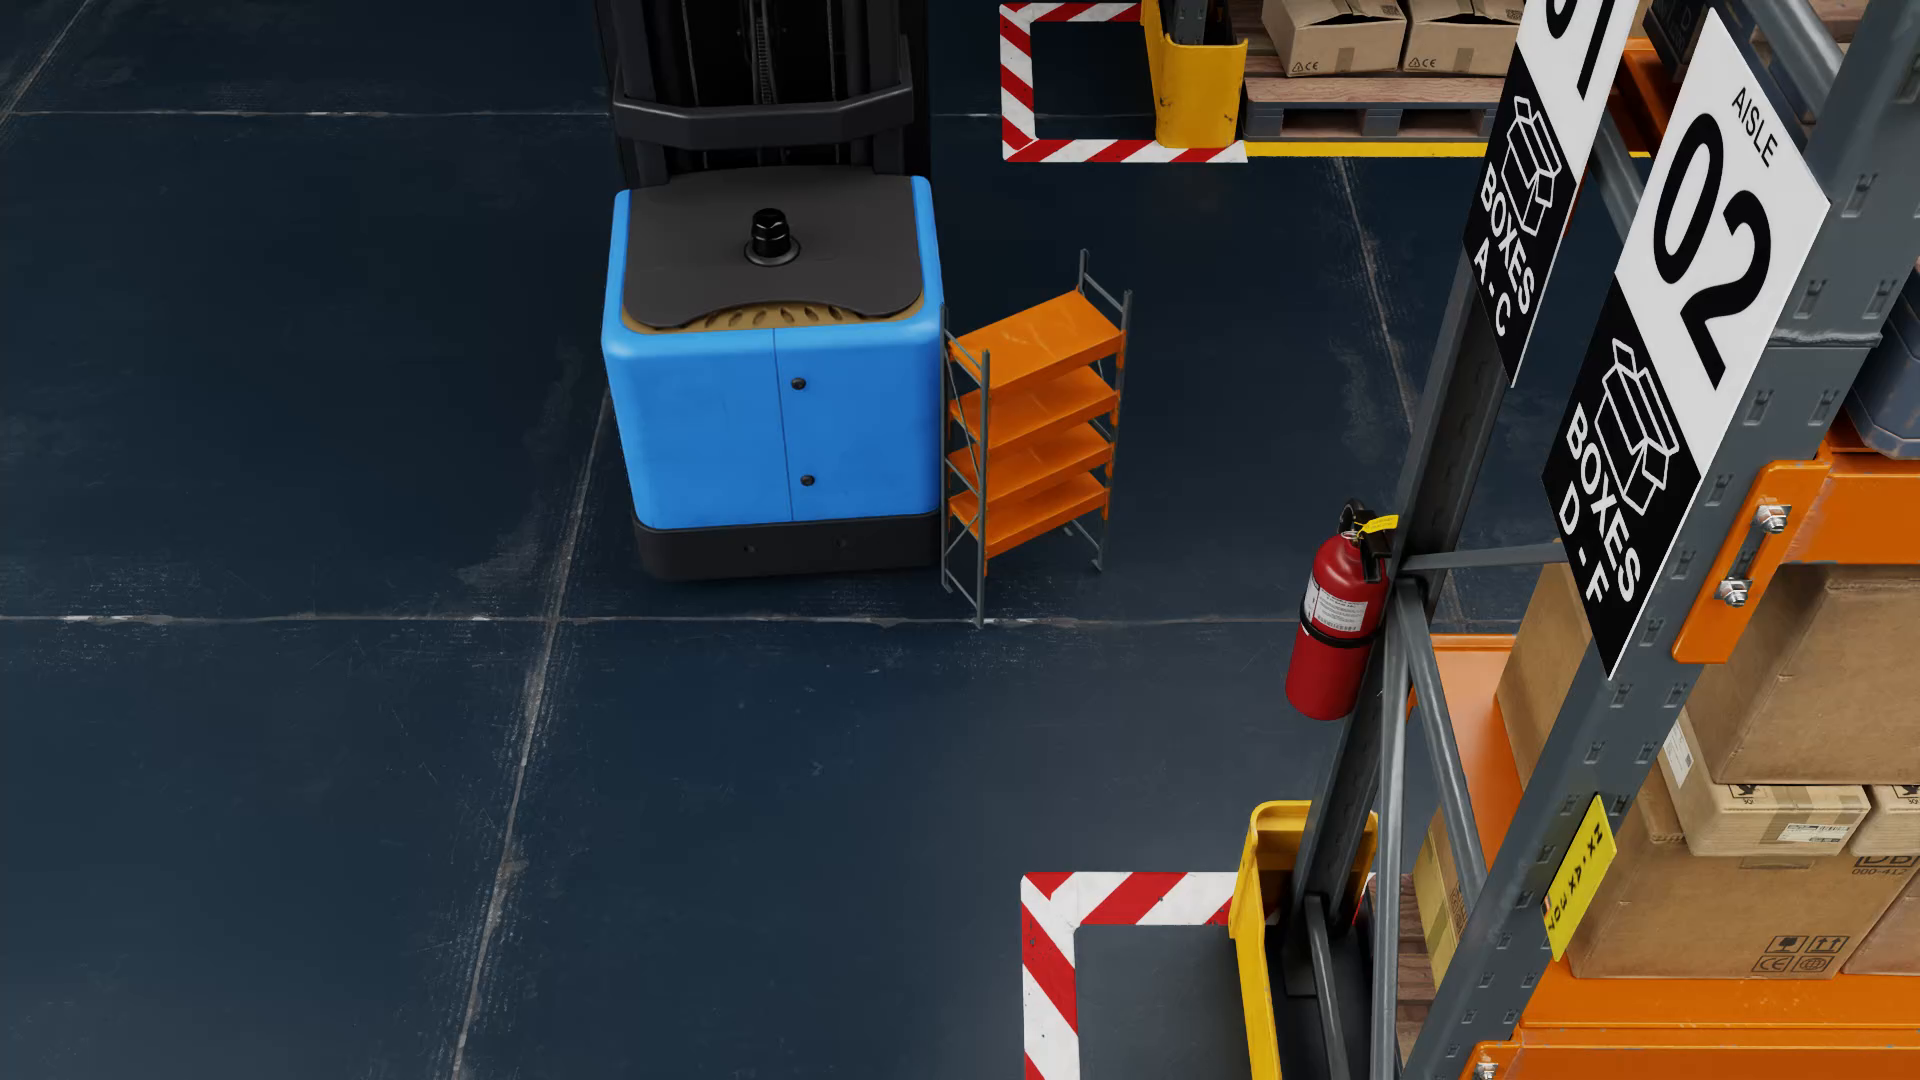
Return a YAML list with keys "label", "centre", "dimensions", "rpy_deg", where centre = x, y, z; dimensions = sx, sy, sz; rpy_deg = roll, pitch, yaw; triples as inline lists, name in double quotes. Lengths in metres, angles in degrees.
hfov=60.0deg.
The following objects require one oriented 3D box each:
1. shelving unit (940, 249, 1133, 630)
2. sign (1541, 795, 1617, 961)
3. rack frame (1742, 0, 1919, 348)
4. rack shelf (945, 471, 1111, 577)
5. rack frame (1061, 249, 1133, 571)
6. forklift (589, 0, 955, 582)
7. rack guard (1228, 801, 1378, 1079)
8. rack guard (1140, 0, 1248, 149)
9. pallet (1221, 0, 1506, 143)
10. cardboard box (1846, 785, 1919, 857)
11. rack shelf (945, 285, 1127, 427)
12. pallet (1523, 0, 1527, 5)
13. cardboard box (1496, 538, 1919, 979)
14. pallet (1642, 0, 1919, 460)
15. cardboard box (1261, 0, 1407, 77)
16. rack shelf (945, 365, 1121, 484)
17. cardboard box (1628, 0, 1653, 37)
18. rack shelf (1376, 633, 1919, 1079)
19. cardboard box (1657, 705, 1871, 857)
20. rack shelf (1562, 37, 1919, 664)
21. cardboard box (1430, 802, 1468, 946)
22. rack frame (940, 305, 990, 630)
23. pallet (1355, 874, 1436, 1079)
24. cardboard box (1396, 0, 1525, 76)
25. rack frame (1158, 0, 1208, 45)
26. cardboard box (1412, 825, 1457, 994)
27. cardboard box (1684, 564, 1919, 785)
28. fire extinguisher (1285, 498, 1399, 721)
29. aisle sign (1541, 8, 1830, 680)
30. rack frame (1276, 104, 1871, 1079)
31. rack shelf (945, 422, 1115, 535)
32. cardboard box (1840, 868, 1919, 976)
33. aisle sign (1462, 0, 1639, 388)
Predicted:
- label: "shelving unit"
  centre: [0.217, -0.281, 5.190]
  dimensions: [0.503, 1.200, 0.258]
  rpy_deg: [-25, 52, -21]
- label: "sign"
  centre: [0.951, 0.526, 2.566]
  dimensions: [0.005, 0.325, 0.100]
  rpy_deg: [0, 47, 0]
- label: "rack frame"
  centre: [0.959, -1.602, 1.094]
  dimensions: [0.127, 3.000, 1.000]
  rpy_deg: [0, 47, 0]
- label: "rack shelf"
  centre: [0.216, -0.102, 5.387]
  dimensions: [0.480, 0.148, 0.258]
  rpy_deg: [-25, 52, -21]
- label: "rack frame"
  centre: [0.423, -0.377, 5.279]
  dimensions: [0.015, 1.200, 0.240]
  rpy_deg: [-25, 52, -21]
- label: "forklift"
  centre: [-0.665, -1.942, 5.555]
  dimensions: [1.130, 2.935, 3.031]
  rpy_deg: [-4, 47, -3]
- label: "rack guard"
  centre: [0.935, 1.293, 4.205]
  dimensions: [0.348, 0.500, 1.175]
  rpy_deg: [0, 47, 0]
- label: "rack guard"
  centre: [1.050, -2.332, 7.579]
  dimensions: [0.348, 0.500, 1.175]
  rpy_deg: [0, 47, 0]
- label: "pallet"
  centre: [1.862, -2.206, 7.659]
  dimensions: [1.213, 0.211, 1.003]
  rpy_deg: [0, 47, 0]
- label: "cardboard box"
  centre: [1.615, 0.344, 2.869]
  dimensions: [0.250, 0.149, 0.380]
  rpy_deg: [-1, 47, -1]
- label: "rack shelf"
  centre: [0.219, -0.547, 4.901]
  dimensions: [0.480, 0.148, 0.258]
  rpy_deg: [-25, 52, -21]
- label: "pallet"
  centre: [3.079, -2.200, 7.654]
  dimensions: [1.213, 0.211, 1.003]
  rpy_deg: [0, 47, 0]
- label: "cardboard box"
  centre: [1.426, 0.418, 3.243]
  dimensions: [0.500, 0.500, 0.700]
  rpy_deg: [0, 47, 0]
- label: "pallet"
  centre: [1.666, -0.529, 2.205]
  dimensions: [1.213, 0.211, 1.003]
  rpy_deg: [0, 47, 0]
- label: "cardboard box"
  centre: [1.666, -2.350, 7.425]
  dimensions: [0.500, 0.311, 0.500]
  rpy_deg: [-5, 47, -4]
- label: "rack shelf"
  centre: [0.218, -0.387, 5.075]
  dimensions: [0.480, 0.148, 0.258]
  rpy_deg: [-25, 52, -21]
- label: "cardboard box"
  centre: [2.969, -2.375, 7.318]
  dimensions: [0.500, 0.500, 0.700]
  rpy_deg: [-3, 47, -2]
- label: "rack shelf"
  centre: [2.959, 0.692, 3.548]
  dimensions: [4.000, 0.370, 1.077]
  rpy_deg: [0, 47, 0]
- label: "cardboard box"
  centre: [1.351, 0.345, 2.868]
  dimensions: [0.250, 0.149, 0.380]
  rpy_deg: [0, 47, 0]
- label: "rack shelf"
  centre: [2.959, -0.330, 2.450]
  dimensions: [4.000, 0.370, 1.077]
  rpy_deg: [0, 47, 0]
- label: "cardboard box"
  centre: [1.497, 0.764, 4.069]
  dimensions: [0.500, 0.500, 0.500]
  rpy_deg: [0, 47, 0]
- label: "rack frame"
  centre: [0.011, -0.186, 5.102]
  dimensions: [0.015, 1.200, 0.240]
  rpy_deg: [-25, 52, -21]
- label: "pallet"
  centre: [1.724, 1.363, 4.337]
  dimensions: [1.213, 0.211, 1.003]
  rpy_deg: [0, 47, 0]
- label: "cardboard box"
  centre: [2.236, -2.349, 7.423]
  dimensions: [0.500, 0.311, 0.500]
  rpy_deg: [4, 47, 3]
- label: "rack frame"
  centre: [0.974, -3.184, 6.665]
  dimensions: [0.127, 3.000, 1.000]
  rpy_deg: [0, 47, 0]
- label: "cardboard box"
  centre: [1.497, 1.021, 4.342]
  dimensions: [0.500, 0.250, 0.500]
  rpy_deg: [0, 47, 0]
- label: "cardboard box"
  centre: [1.479, -0.024, 2.768]
  dimensions: [0.500, 0.500, 0.700]
  rpy_deg: [0, 47, 0]
- label: "fire extinguisher"
  centre: [0.843, 0.128, 3.635]
  dimensions: [0.183, 0.674, 0.296]
  rpy_deg: [0, 47, 0]
- label: "aisle sign"
  centre: [0.893, -0.220, 2.129]
  dimensions: [0.004, 0.787, 0.394]
  rpy_deg: [0, 47, 0]
- label: "rack frame"
  centre: [0.959, 0.442, 3.290]
  dimensions: [0.127, 3.000, 1.000]
  rpy_deg: [0, 47, 0]
- label: "rack shelf"
  centre: [0.217, -0.236, 5.240]
  dimensions: [0.480, 0.148, 0.258]
  rpy_deg: [-25, 52, -21]
- label: "cardboard box"
  centre: [1.951, 0.416, 3.245]
  dimensions: [0.500, 0.500, 0.700]
  rpy_deg: [1, 47, 1]
- label: "aisle sign"
  centre: [0.895, -0.659, 2.538]
  dimensions: [0.004, 0.787, 0.394]
  rpy_deg: [0, 47, 0]
